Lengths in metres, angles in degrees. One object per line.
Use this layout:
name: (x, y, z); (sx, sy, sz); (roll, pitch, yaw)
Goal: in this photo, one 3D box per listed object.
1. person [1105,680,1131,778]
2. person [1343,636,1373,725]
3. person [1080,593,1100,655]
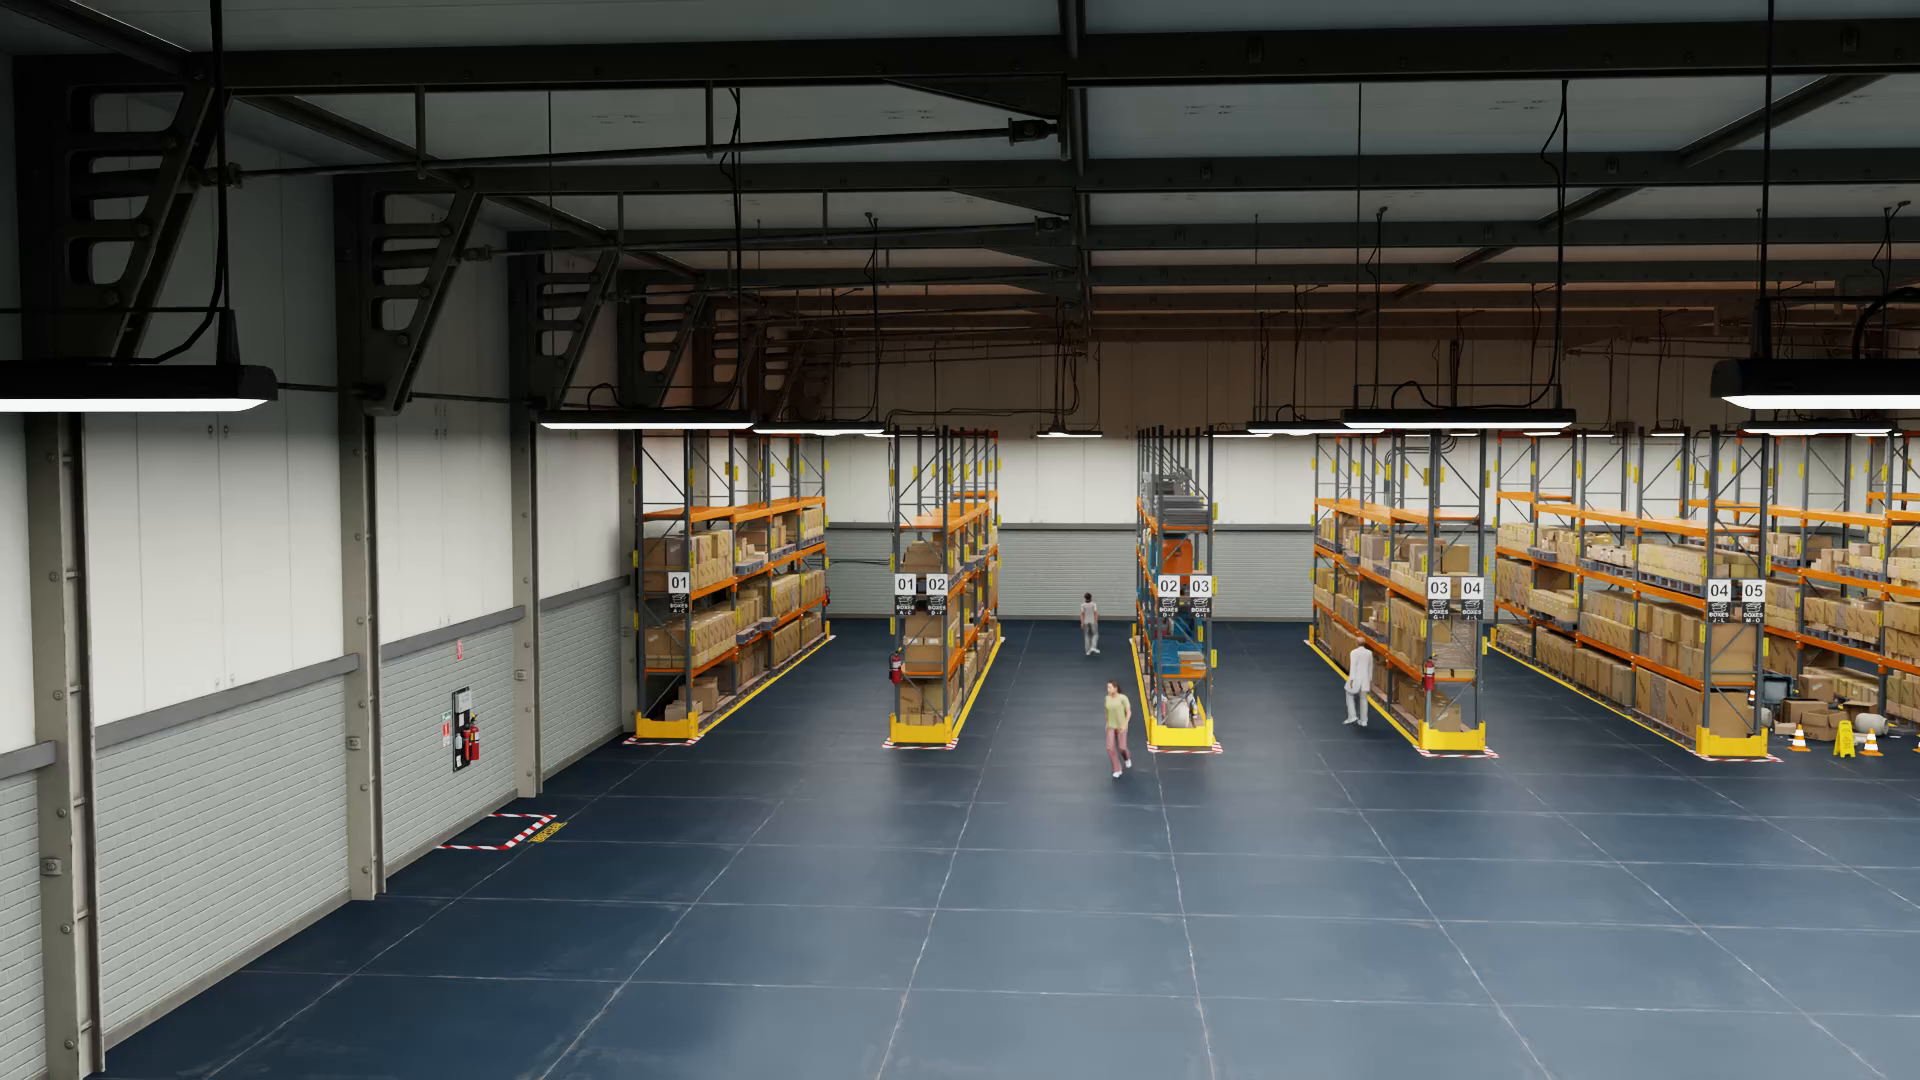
person: (2.695, 3.200, 28.439); (0.504, 1.641, 0.626); (2, 4, 25)
person: (8.046, 2.847, 33.338); (0.580, 1.814, 0.595); (0, 3, -8)
person: (3.460, 2.235, 44.210); (0.519, 1.669, 0.497); (0, 3, 3)
